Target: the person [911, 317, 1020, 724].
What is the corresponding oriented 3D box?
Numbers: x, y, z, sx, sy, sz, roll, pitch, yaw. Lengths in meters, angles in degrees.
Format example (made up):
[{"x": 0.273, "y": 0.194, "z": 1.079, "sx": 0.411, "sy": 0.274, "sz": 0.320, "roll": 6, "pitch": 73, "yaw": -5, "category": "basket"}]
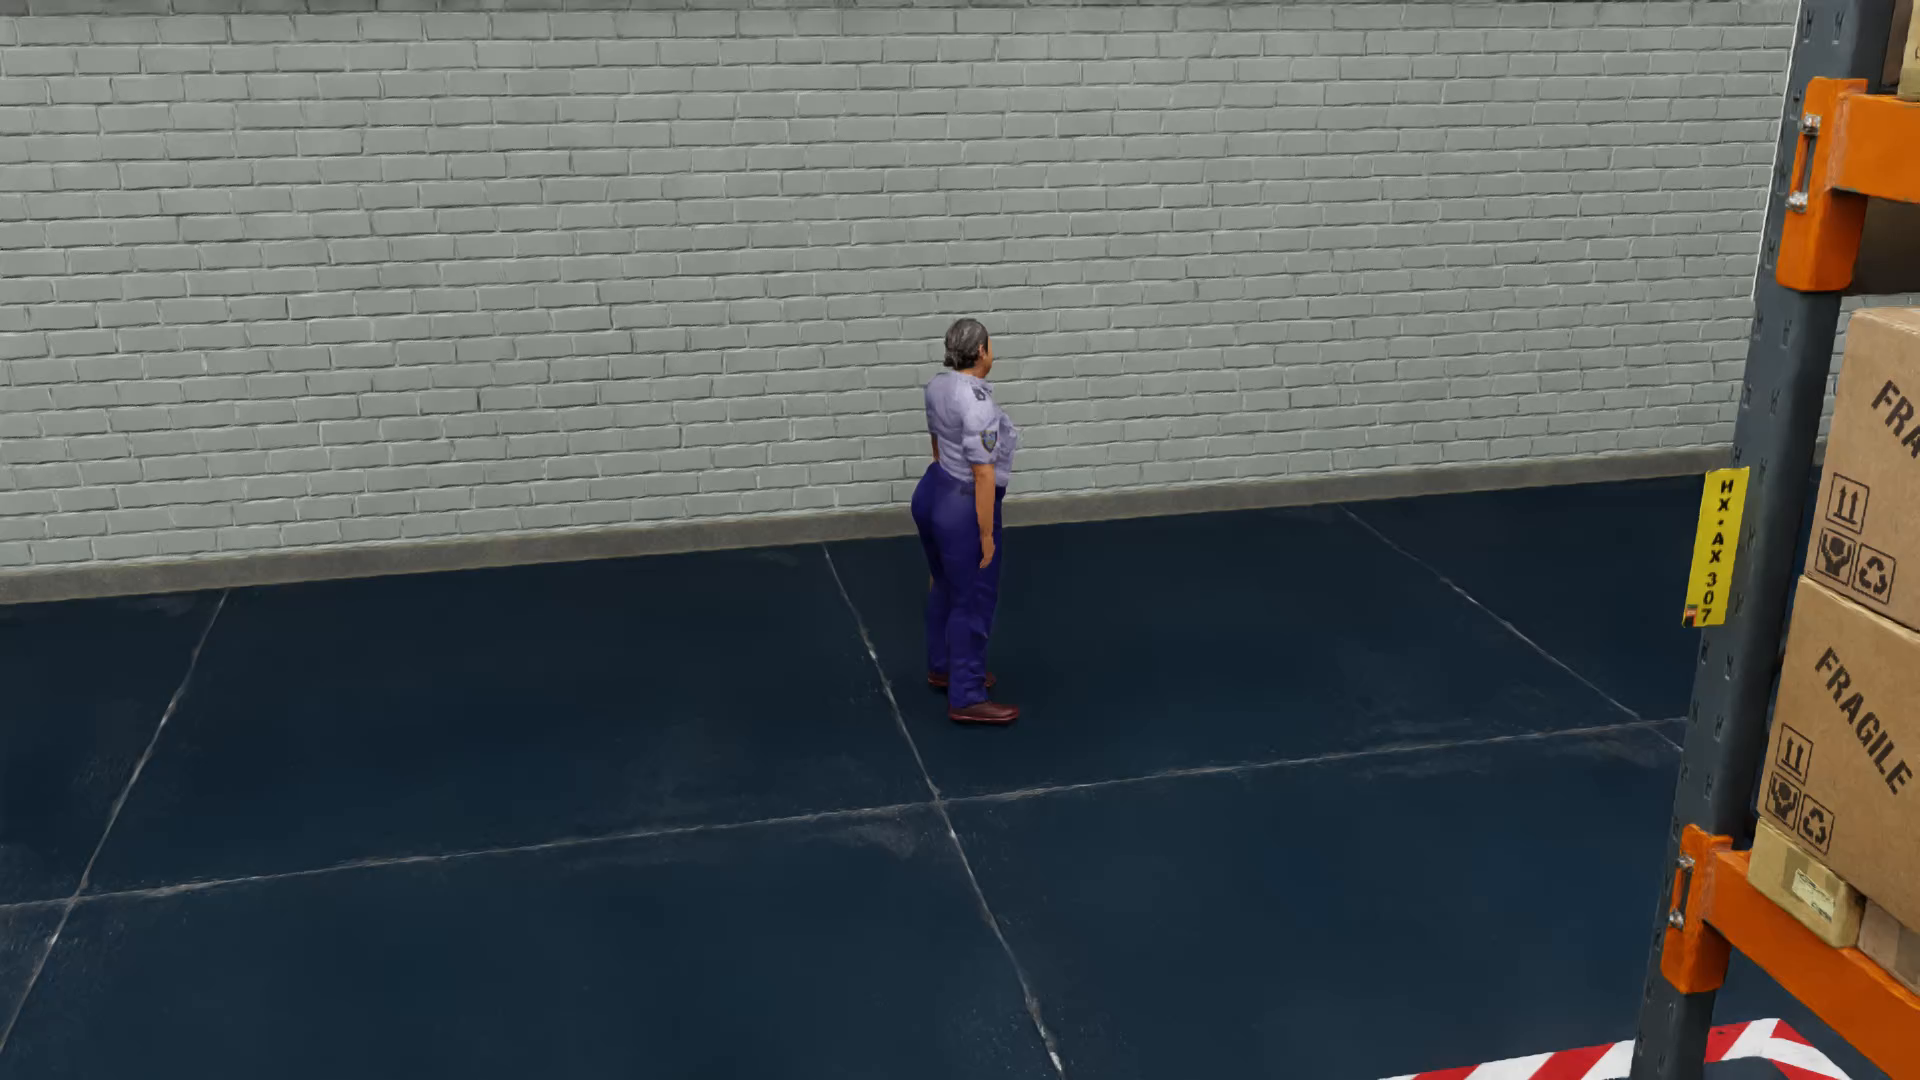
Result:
[{"x": 0.024, "y": -0.088, "z": 6.777, "sx": 0.368, "sy": 1.658, "sz": 0.510, "roll": -9, "pitch": 22, "yaw": -24, "category": "person"}]
